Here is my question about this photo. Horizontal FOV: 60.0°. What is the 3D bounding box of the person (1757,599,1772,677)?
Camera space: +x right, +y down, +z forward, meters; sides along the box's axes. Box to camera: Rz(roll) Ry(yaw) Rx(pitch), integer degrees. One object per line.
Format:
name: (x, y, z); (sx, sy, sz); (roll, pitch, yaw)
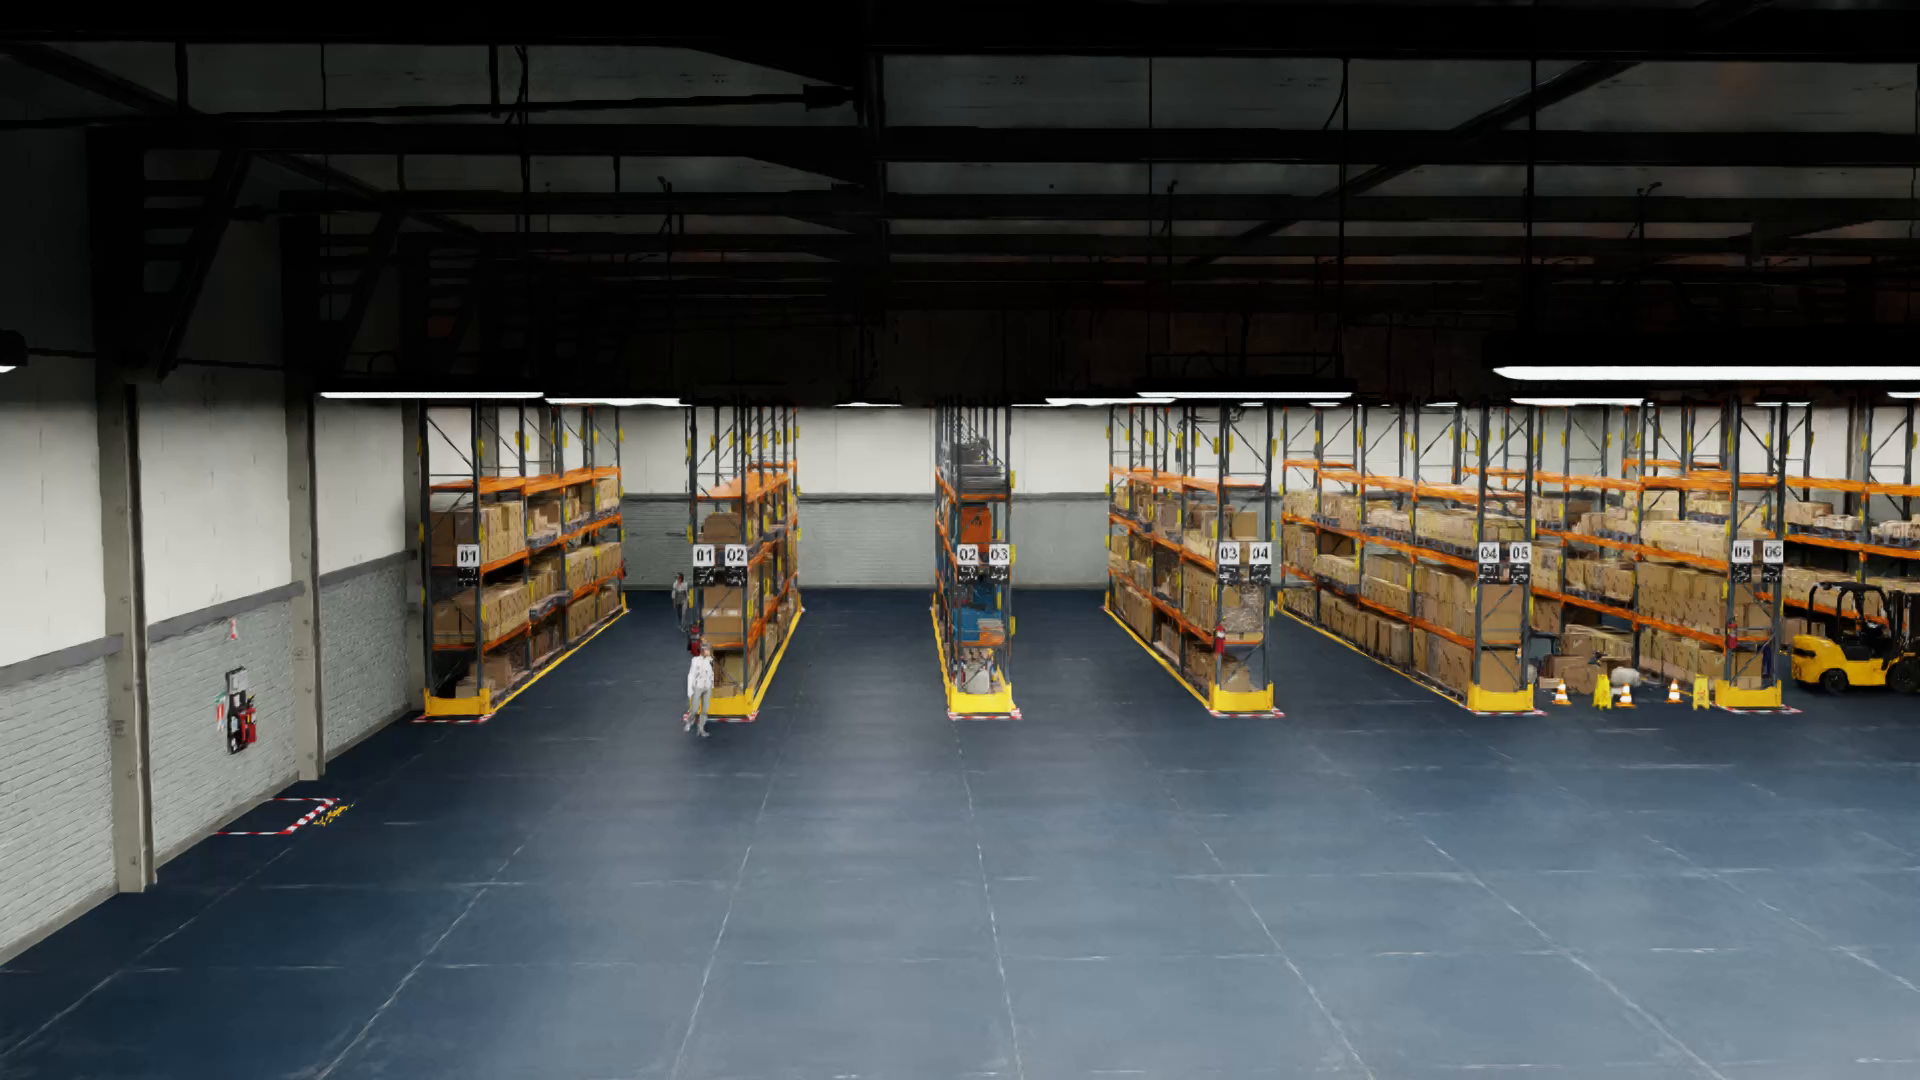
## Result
person: (17.258, 2.084, 35.690); (0.472, 1.651, 0.523); (2, 5, 22)

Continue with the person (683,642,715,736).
person: (-4.582, 2.597, 29.206); (0.535, 1.668, 0.527); (-4, 6, -38)

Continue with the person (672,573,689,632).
person: (-7.196, 1.587, 42.765); (0.417, 1.517, 1.036); (0, 4, 0)
